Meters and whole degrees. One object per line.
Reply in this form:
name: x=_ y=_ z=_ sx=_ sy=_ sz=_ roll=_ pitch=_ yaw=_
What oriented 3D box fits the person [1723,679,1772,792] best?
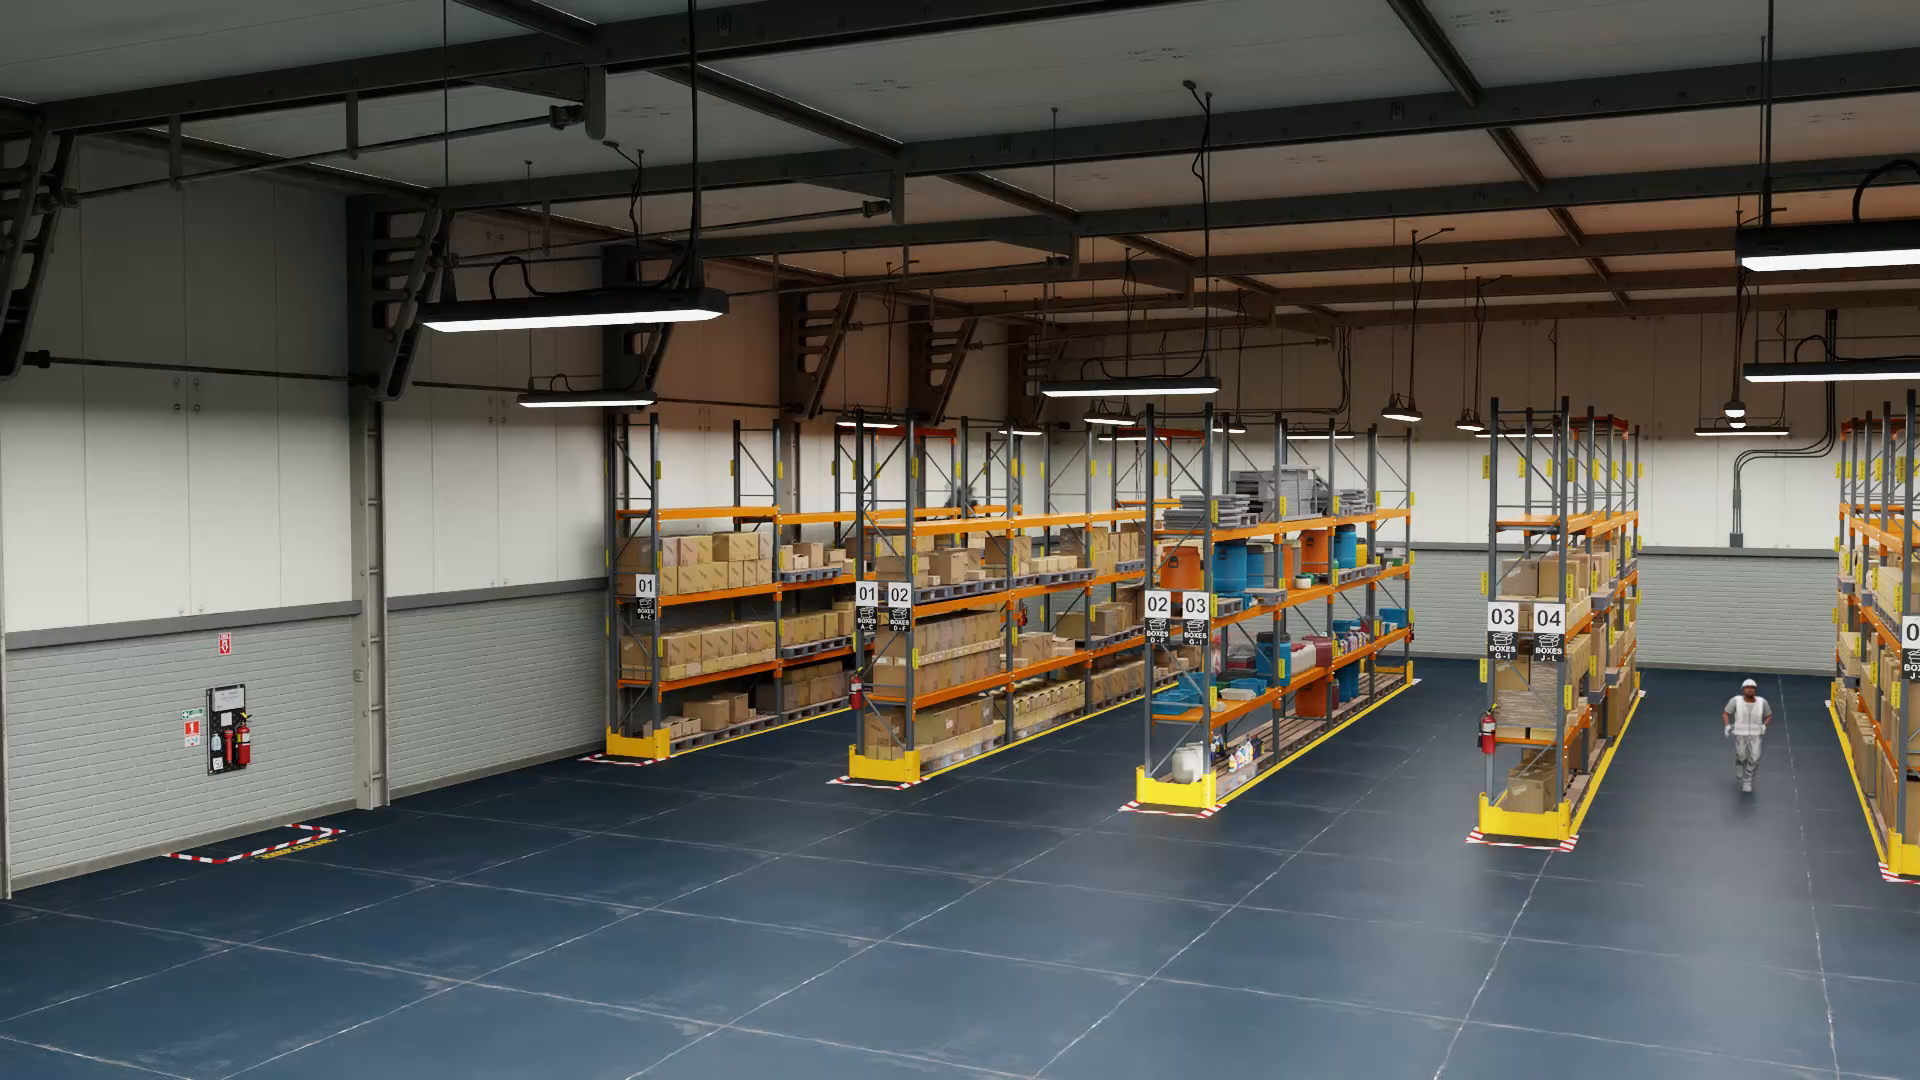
person: x=12.339 y=3.051 z=26.031 sx=0.699 sy=1.744 sz=0.596 roll=1 pitch=3 yaw=18

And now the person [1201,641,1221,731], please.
person: x=4.937 y=2.792 z=32.189 sx=0.631 sy=1.776 sz=0.796 roll=1 pitch=3 yaw=25
